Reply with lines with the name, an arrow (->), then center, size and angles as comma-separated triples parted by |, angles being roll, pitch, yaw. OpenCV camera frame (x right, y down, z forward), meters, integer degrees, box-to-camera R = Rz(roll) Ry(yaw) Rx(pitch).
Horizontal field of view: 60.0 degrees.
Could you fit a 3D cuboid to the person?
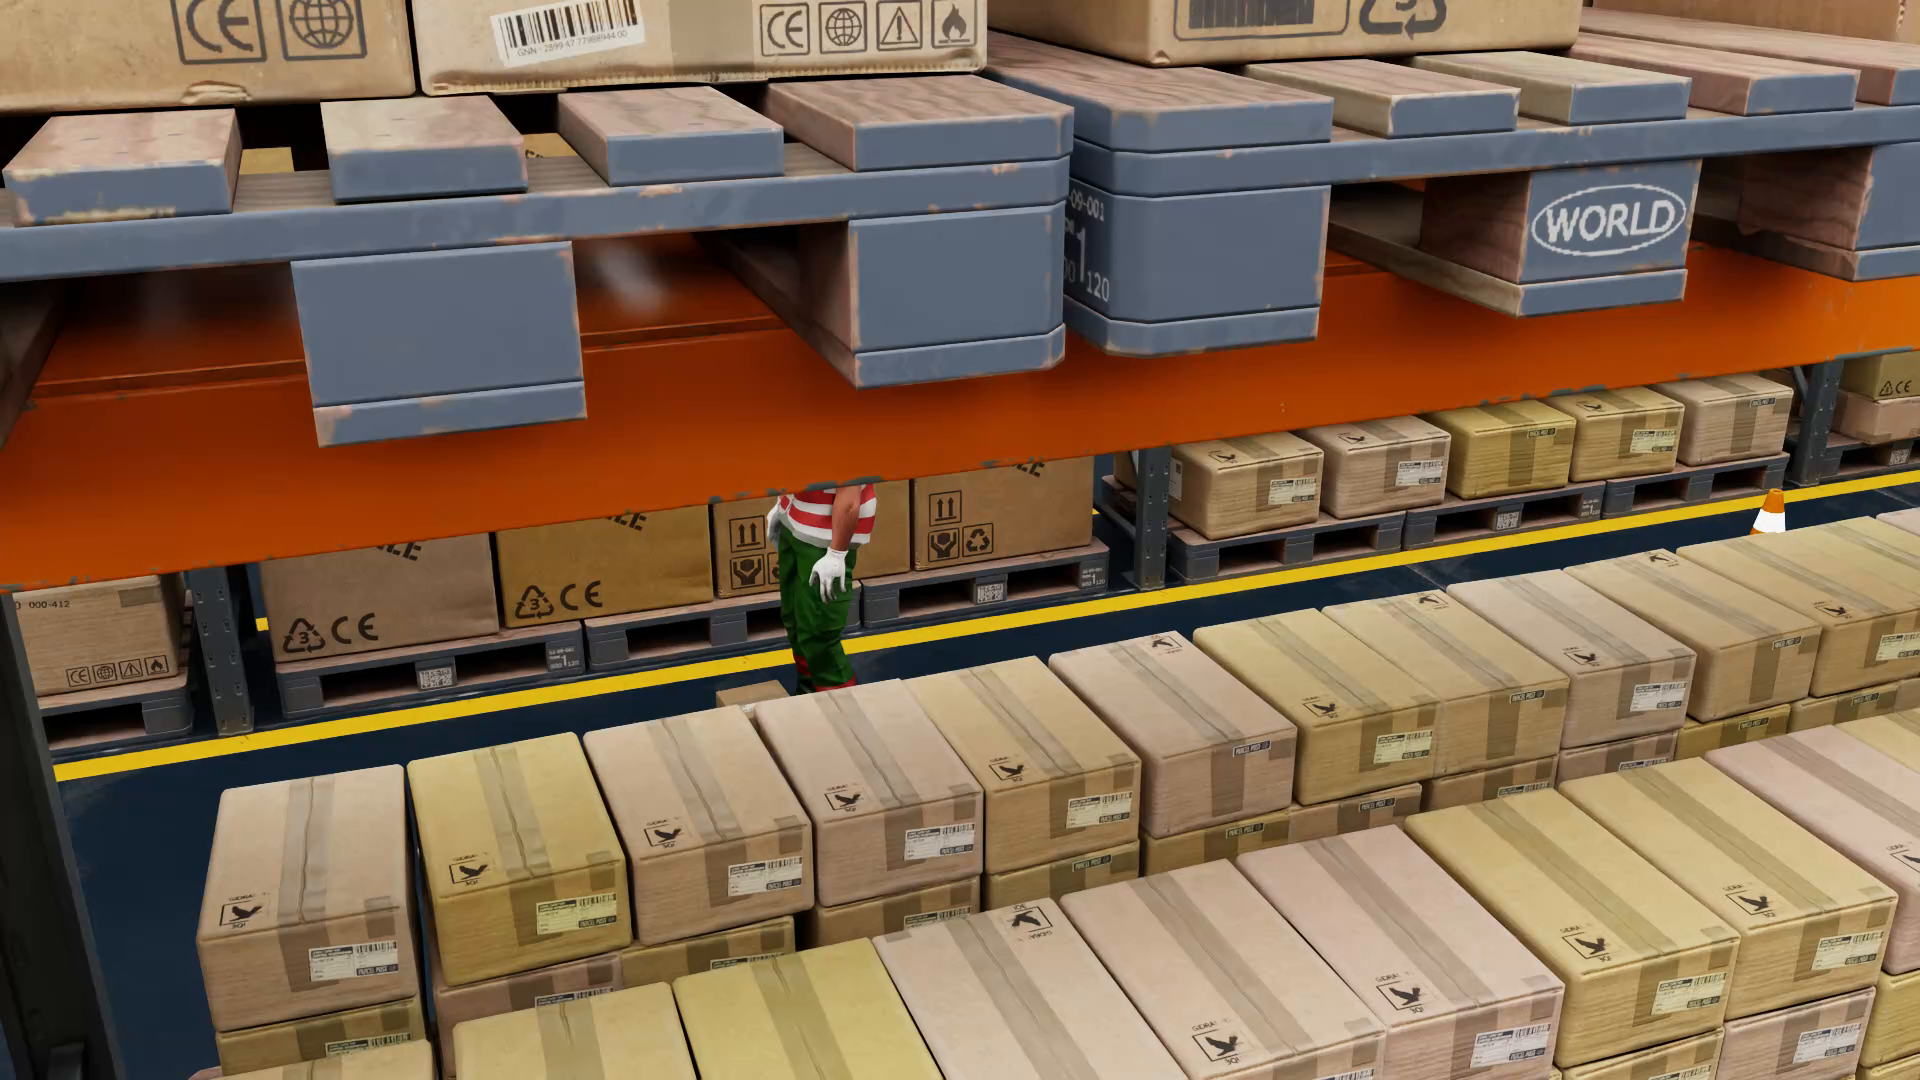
person -> -0.552, -0.013, 6.104 | 0.453, 1.778, 0.617 | -10, 24, -22
